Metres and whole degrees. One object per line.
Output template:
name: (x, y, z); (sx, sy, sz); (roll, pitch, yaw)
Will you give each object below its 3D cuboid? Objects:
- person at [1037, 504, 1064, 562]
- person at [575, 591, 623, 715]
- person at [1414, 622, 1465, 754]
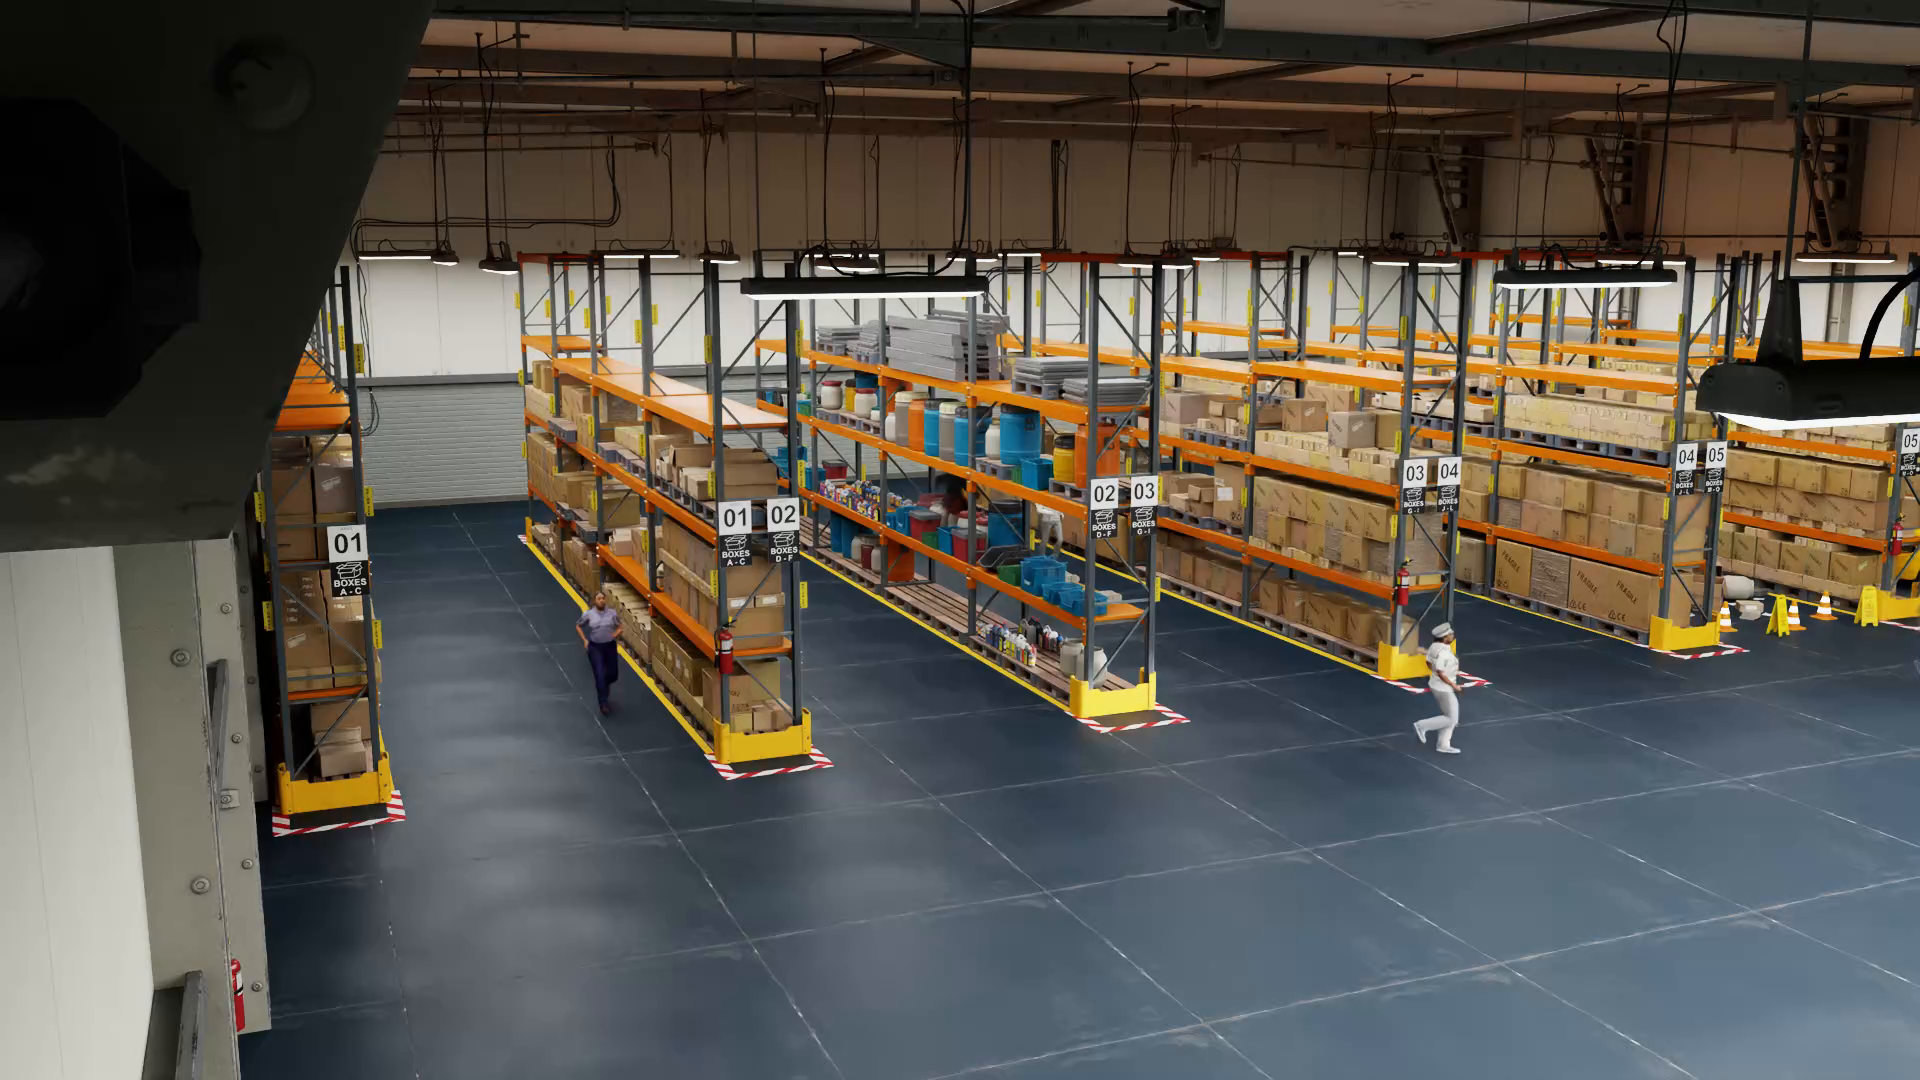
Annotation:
person: (1.691, -0.292, 30.621); (0.618, 1.771, 0.697); (-4, 11, -21)
person: (-4.837, 1.481, 22.443); (0.620, 1.614, 0.824); (-5, 12, -26)
person: (5.899, 1.825, 20.506); (0.611, 1.665, 0.575); (0, 10, 1)
